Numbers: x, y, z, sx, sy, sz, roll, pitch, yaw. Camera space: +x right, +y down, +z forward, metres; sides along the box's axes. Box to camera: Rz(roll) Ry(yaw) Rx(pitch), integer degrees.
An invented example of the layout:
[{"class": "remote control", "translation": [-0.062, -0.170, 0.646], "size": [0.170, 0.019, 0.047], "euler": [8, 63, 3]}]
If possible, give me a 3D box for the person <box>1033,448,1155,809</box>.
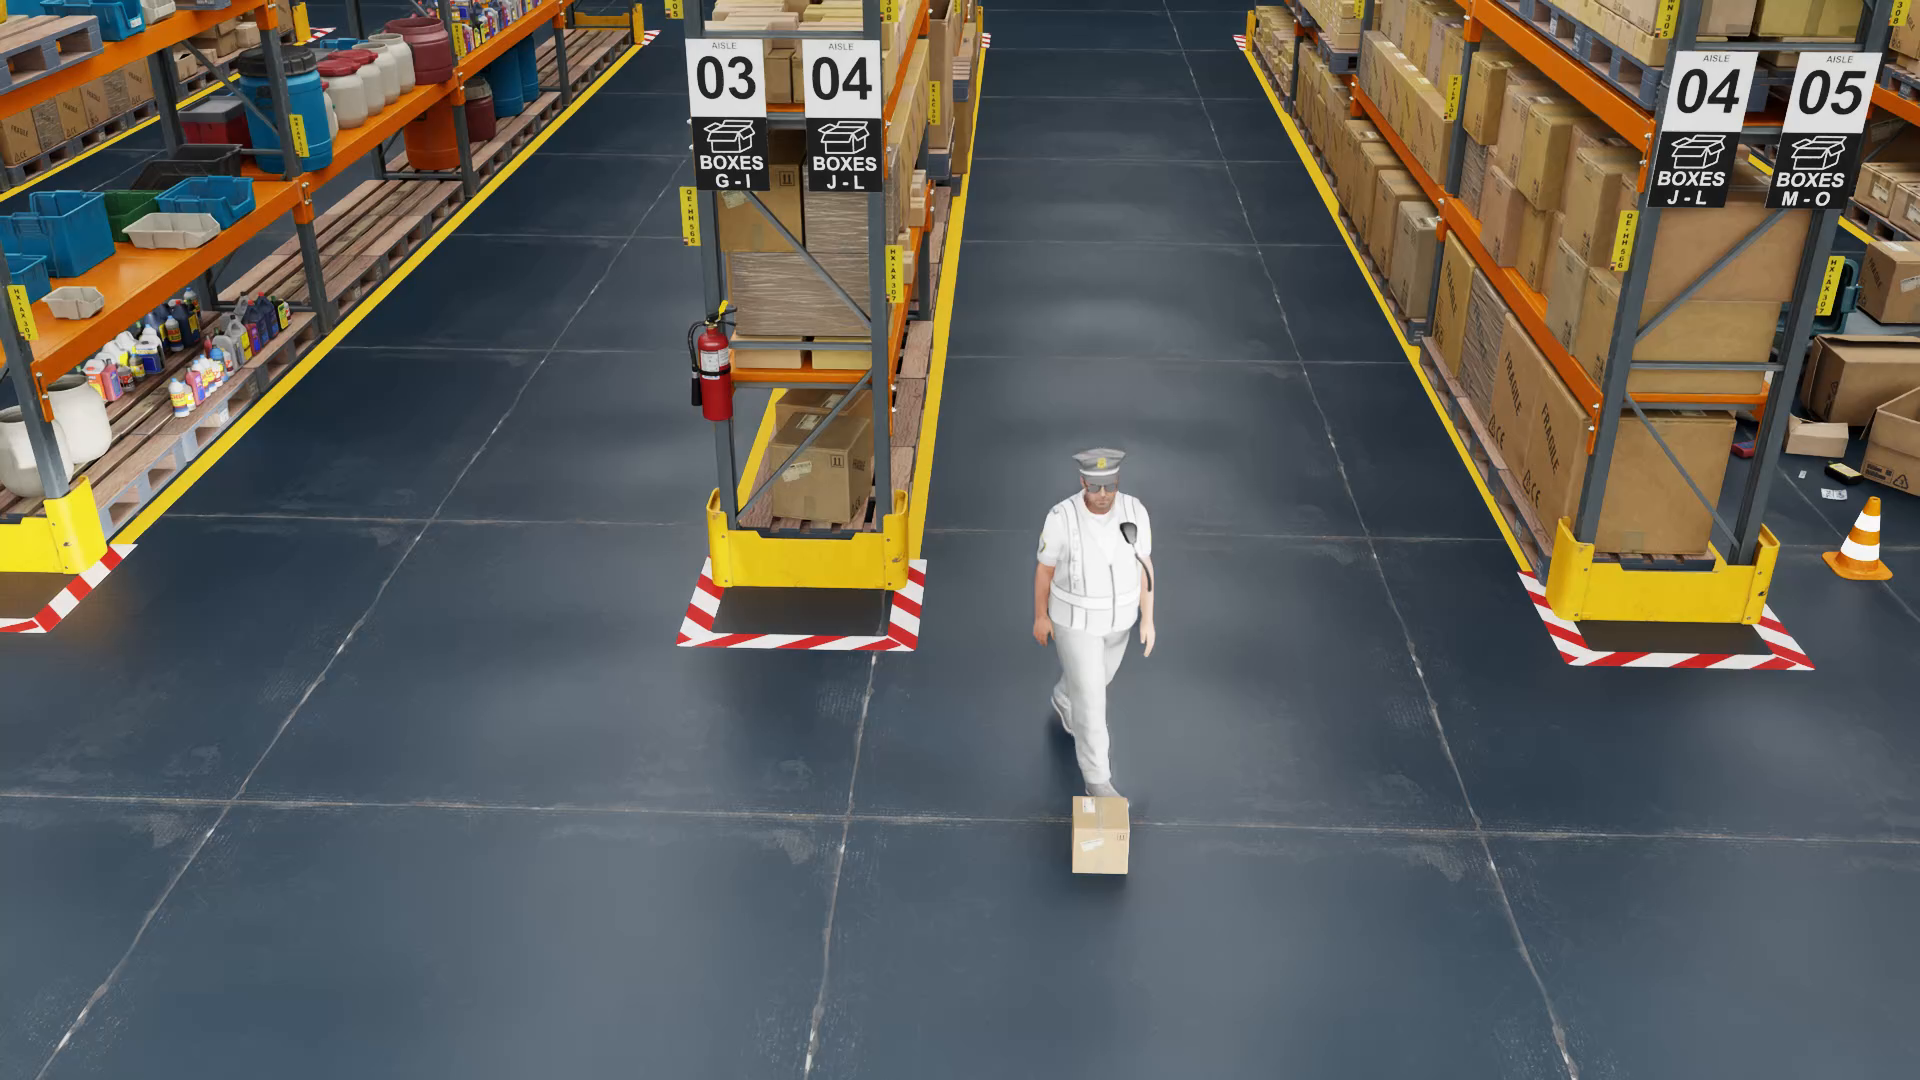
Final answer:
[{"class": "person", "translation": [0.666, 0.362, 7.917], "size": [0.527, 1.727, 0.972], "euler": [-13, 30, -23]}]
